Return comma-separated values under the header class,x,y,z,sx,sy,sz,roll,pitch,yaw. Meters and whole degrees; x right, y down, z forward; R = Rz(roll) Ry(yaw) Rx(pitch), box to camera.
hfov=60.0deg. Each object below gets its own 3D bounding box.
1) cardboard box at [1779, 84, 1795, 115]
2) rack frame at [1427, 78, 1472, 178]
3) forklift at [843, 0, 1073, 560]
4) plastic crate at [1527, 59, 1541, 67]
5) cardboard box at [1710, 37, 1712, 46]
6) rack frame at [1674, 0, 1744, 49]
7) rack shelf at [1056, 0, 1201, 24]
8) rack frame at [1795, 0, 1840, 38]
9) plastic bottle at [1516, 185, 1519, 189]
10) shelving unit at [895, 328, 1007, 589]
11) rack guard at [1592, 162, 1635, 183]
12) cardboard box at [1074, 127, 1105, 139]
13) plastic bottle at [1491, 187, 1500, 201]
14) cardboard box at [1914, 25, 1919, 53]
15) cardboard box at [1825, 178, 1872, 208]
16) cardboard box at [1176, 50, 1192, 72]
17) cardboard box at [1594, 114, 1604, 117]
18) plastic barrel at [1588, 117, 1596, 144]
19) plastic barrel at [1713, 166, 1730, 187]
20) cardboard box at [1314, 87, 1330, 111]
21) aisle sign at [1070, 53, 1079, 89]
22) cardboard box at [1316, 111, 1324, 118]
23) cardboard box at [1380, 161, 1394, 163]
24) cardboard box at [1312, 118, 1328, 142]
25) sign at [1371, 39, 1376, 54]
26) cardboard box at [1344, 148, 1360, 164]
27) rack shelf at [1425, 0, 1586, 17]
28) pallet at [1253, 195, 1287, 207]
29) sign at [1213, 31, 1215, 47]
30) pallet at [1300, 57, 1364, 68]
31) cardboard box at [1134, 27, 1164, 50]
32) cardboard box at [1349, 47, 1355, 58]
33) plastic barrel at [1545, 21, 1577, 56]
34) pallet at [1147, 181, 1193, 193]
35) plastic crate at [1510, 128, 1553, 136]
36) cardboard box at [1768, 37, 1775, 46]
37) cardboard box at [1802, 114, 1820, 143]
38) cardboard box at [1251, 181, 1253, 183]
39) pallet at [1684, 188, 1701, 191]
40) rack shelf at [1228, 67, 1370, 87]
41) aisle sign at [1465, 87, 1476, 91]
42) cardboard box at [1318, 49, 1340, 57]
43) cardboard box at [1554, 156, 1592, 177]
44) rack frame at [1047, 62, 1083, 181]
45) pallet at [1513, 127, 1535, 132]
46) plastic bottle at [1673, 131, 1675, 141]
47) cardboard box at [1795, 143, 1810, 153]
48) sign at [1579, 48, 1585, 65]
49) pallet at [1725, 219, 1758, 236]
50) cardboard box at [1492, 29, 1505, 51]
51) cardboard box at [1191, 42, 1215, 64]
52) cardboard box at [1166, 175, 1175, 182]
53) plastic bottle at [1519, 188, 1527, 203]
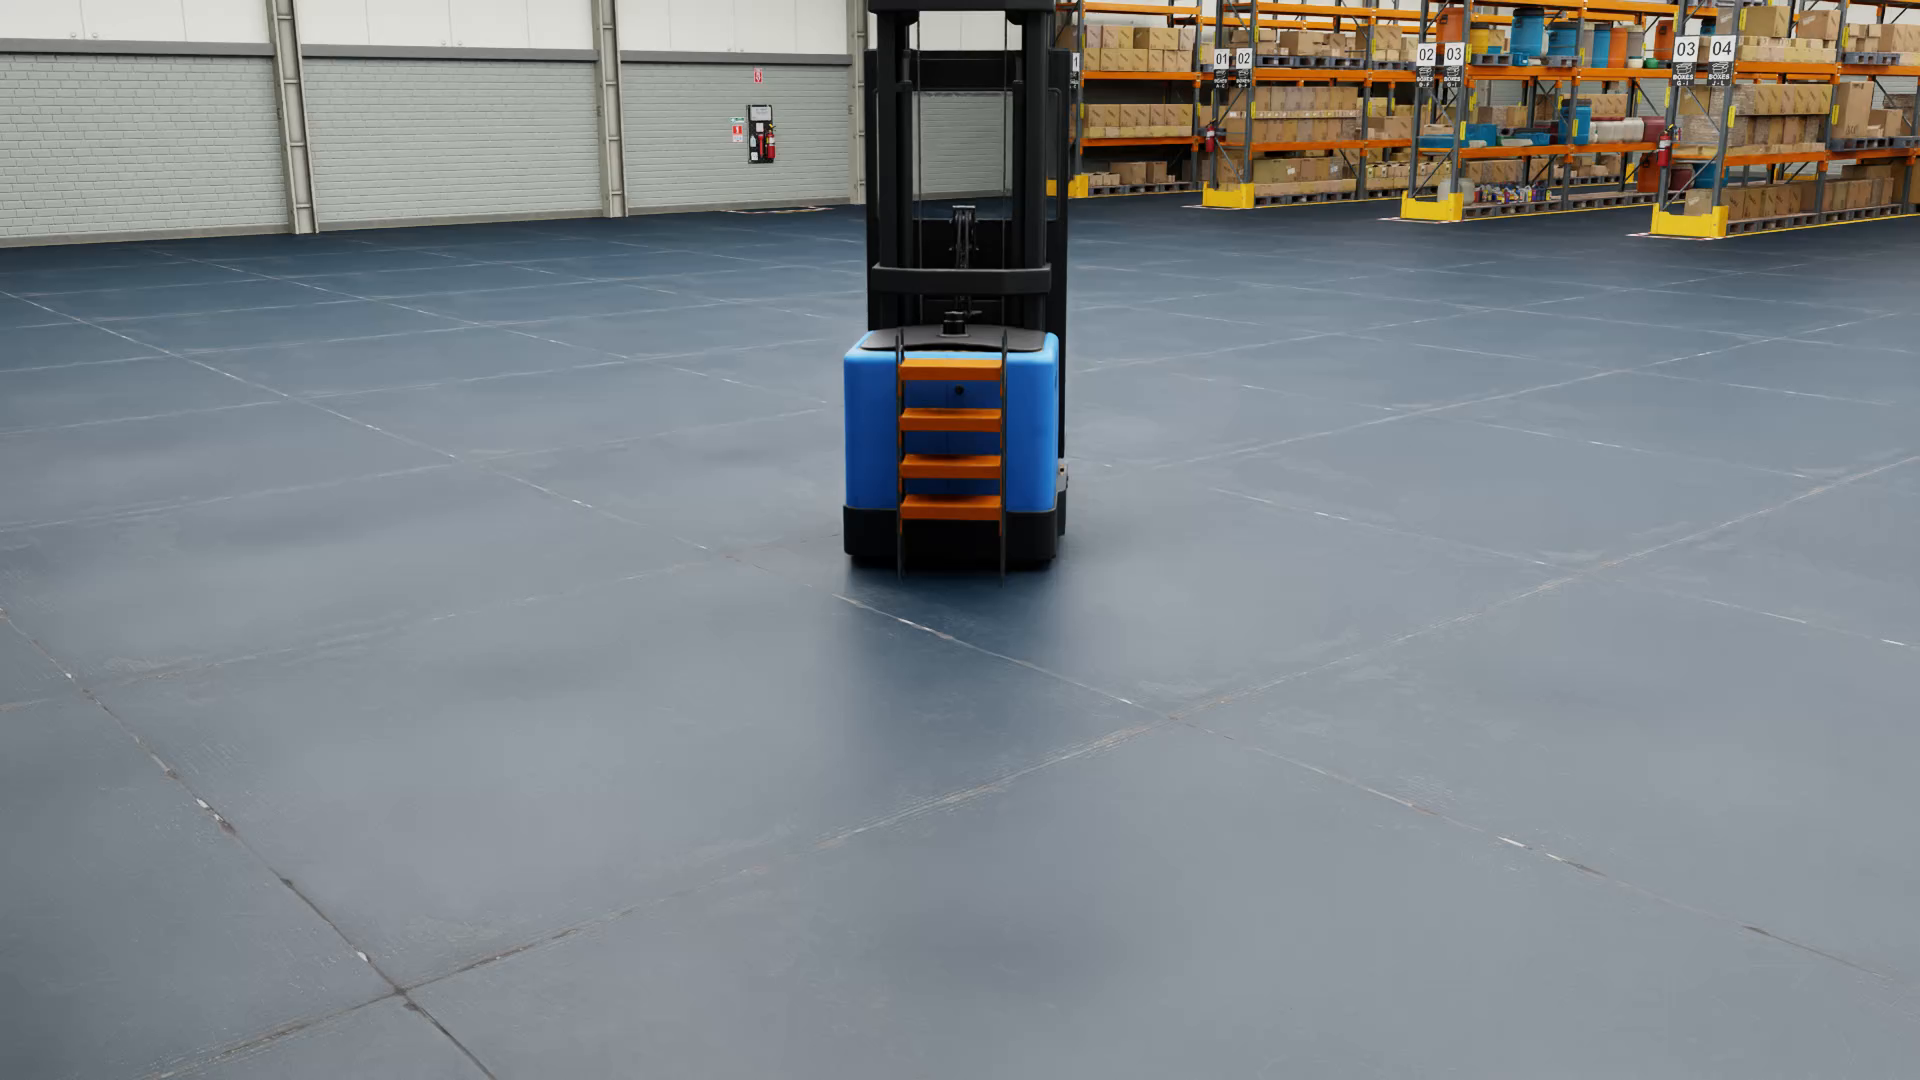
class,x,y,z,sx,sy,sz,roll,pitch,yaw
cardboard box,13.898,-7.536,28.444,0.500,0.500,0.500,-13,19,-39
rack frame,11.708,-9.851,39.818,0.127,3.000,1.000,-13,19,-39
forklift,0.059,-1.647,9.237,1.130,2.935,3.031,1,15,4
plastic crate,10.994,-9.180,32.003,0.396,0.136,0.243,-13,19,-39
cardboard box,12.451,-8.265,27.586,0.250,0.149,0.380,-13,20,-41
rack frame,12.173,-9.465,26.748,0.127,3.000,1.000,-13,19,-39
rack shelf,3.927,-12.348,38.940,4.000,0.370,1.077,-13,19,-39
rack frame,20.992,-13.140,40.505,0.127,3.000,1.000,-13,19,-39
plastic bottle,11.411,-7.135,34.082,0.097,0.271,0.097,0,15,0
shelving unit,-0.037,-0.383,7.860,0.503,1.200,0.258,1,15,4
rack guard,17.686,-9.986,45.166,0.348,0.500,1.175,-13,19,-39
cardboard box,2.995,-9.418,38.448,0.500,0.250,0.500,-13,20,-41
plastic bottle,10.711,-6.921,33.273,0.135,0.276,0.152,-13,19,-39
cardboard box,18.012,-9.532,31.647,0.500,0.500,0.500,-12,19,-38
cardboard box,16.882,-6.616,31.697,0.500,0.500,0.700,-11,18,-35
cardboard box,5.215,-11.511,39.985,0.500,0.500,0.500,-12,19,-38
cardboard box,16.434,-10.869,43.433,0.500,0.500,0.500,-13,20,-40
plastic barrel,12.805,-8.394,34.098,0.433,0.535,0.433,0,15,0
plastic barrel,17.553,-8.664,38.627,0.708,0.901,0.600,-13,19,-39
cardboard box,7.601,-9.602,36.177,0.500,0.500,0.700,-13,20,-39
aisle sign,2.561,-10.645,37.753,0.004,0.787,0.394,-13,19,-39
cardboard box,7.667,-9.233,36.052,0.250,0.149,0.380,-12,19,-38
cardboard box,9.956,-8.701,38.941,0.500,0.311,0.500,-13,20,-40
cardboard box,7.585,-8.971,36.328,0.500,0.500,0.700,-12,19,-39
sign,9.056,-10.803,36.414,0.005,0.325,0.100,-13,19,-39
cardboard box,10.397,-10.370,45.114,0.750,0.750,0.750,-12,19,-38
rack shelf,10.430,-10.228,31.771,4.000,0.370,1.077,-13,19,-39
pallet,6.222,-7.287,35.620,1.213,0.211,1.003,-13,19,-39
sign,5.327,-10.443,34.658,0.005,0.325,0.100,-13,19,-39
pallet,8.064,-10.431,36.346,1.213,0.211,1.003,-13,19,-39
cardboard box,4.442,-11.805,39.149,0.500,0.500,0.500,-14,20,-41
cardboard box,10.357,-12.968,44.628,0.500,0.500,0.700,-13,20,-40
plastic barrel,12.180,-10.029,33.698,0.708,0.901,0.600,-13,19,-39
pallet,4.952,-8.670,40.798,1.213,0.211,1.003,-13,19,-39
plastic crate,11.461,-8.115,33.438,0.504,0.338,0.767,-13,19,-39
cardboard box,13.339,-8.302,27.725,0.250,0.149,0.380,-13,20,-40
cardboard box,14.810,-7.372,29.768,0.500,0.500,0.875,-13,19,-39
cardboard box,6.253,-7.606,35.927,0.500,0.250,0.500,-13,19,-39
pallet,16.444,-7.886,37.866,1.213,0.211,1.003,-13,19,-39
rack shelf,7.182,-9.937,35.719,4.000,0.370,1.077,-13,19,-39
aisle sign,14.740,-13.380,47.992,0.004,0.787,0.394,-13,19,-39
cardboard box,7.960,-10.515,35.890,0.250,0.149,0.380,-13,19,-39
cardboard box,16.139,-9.855,43.816,0.637,0.503,0.797,-13,19,-39
rack frame,2.418,-9.460,38.353,0.127,3.000,1.000,-13,19,-39
pallet,14.051,-10.322,41.953,1.213,0.211,1.003,-13,19,-39
plastic bottle,15.495,-8.837,36.261,0.135,0.276,0.152,-13,19,-39
cardboard box,14.683,-6.894,29.235,0.250,0.149,0.380,-13,19,-39
sign,12.292,-9.553,32.873,0.005,0.325,0.100,-13,19,-39
pallet,12.866,-5.363,28.420,1.213,0.211,1.003,-13,19,-39
cardboard box,12.811,-12.077,40.208,0.500,0.500,0.500,-13,19,-39
cardboard box,5.901,-11.915,40.724,0.500,0.500,0.500,-9,18,-32
cardboard box,5.052,-8.885,40.837,0.380,0.166,0.250,13,20,40
plastic bottle,11.129,-6.826,32.919,0.135,0.276,0.152,-12,19,-38
